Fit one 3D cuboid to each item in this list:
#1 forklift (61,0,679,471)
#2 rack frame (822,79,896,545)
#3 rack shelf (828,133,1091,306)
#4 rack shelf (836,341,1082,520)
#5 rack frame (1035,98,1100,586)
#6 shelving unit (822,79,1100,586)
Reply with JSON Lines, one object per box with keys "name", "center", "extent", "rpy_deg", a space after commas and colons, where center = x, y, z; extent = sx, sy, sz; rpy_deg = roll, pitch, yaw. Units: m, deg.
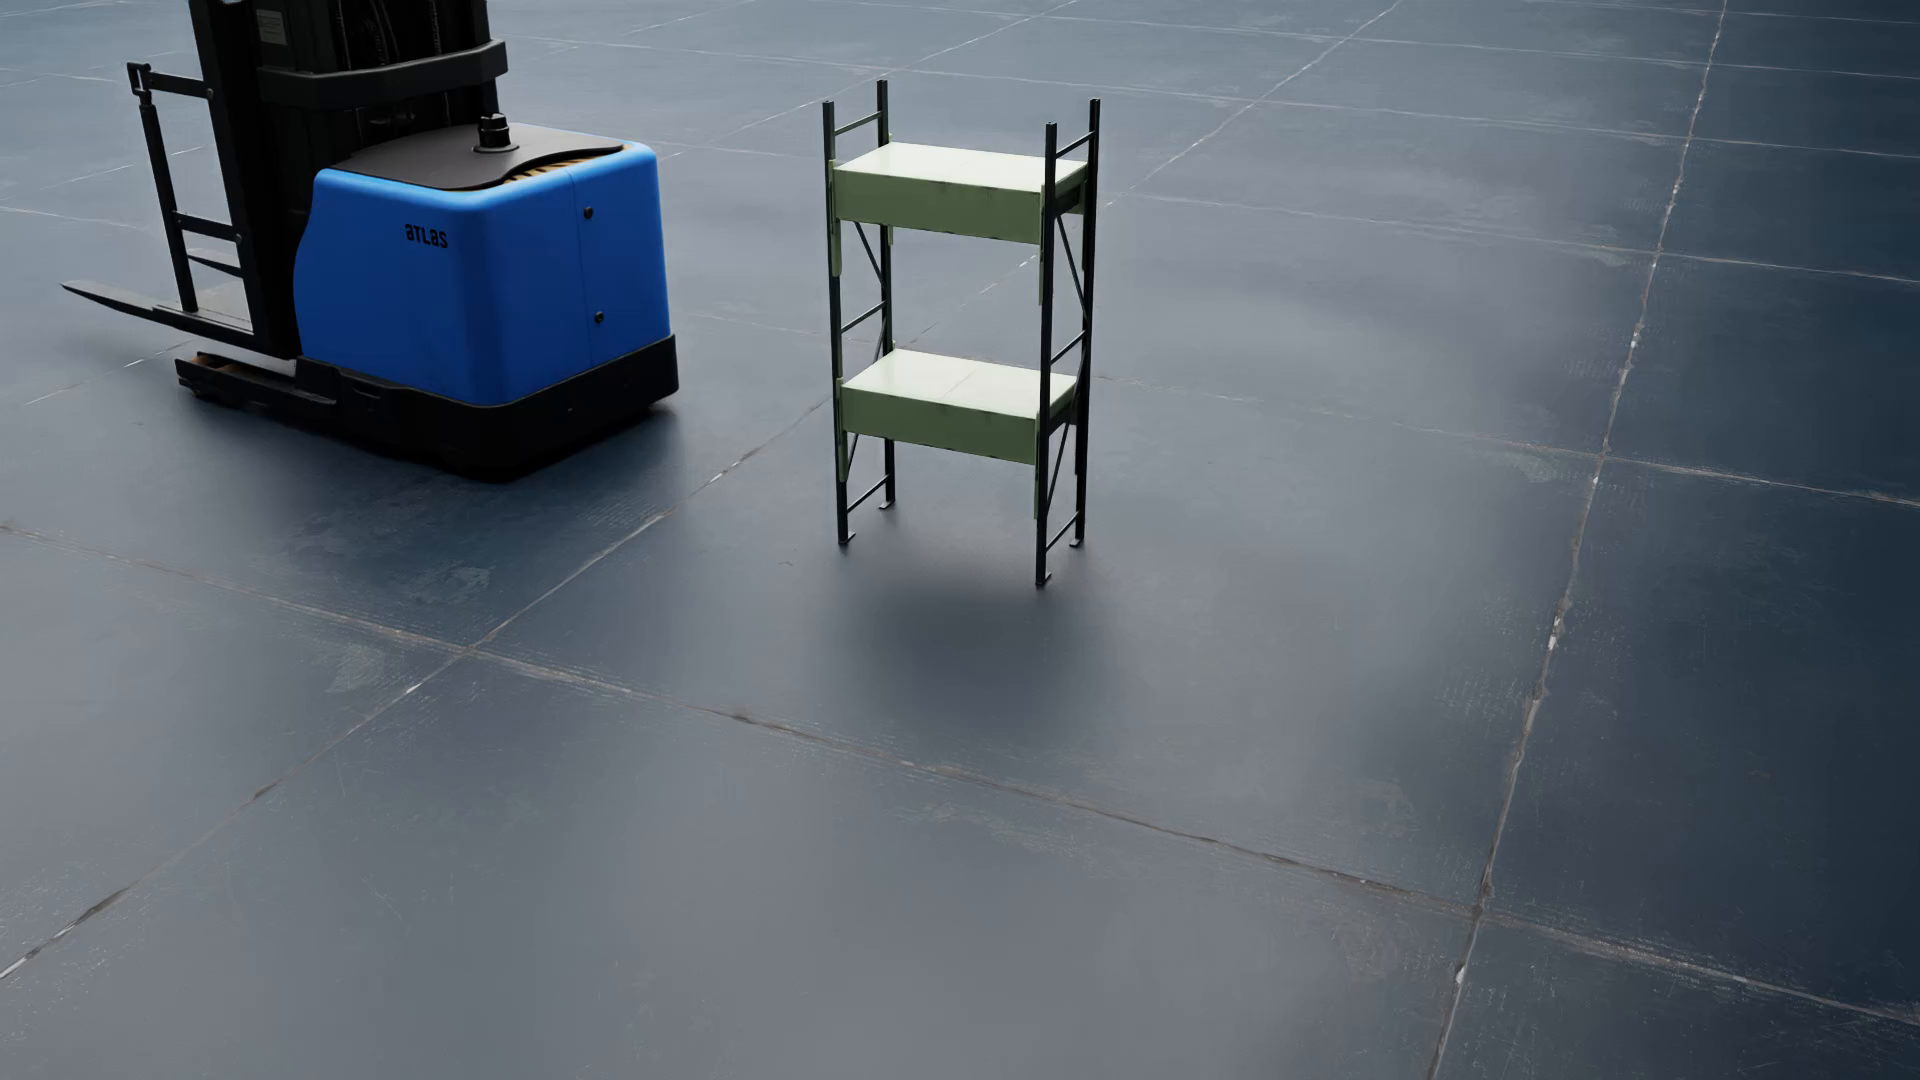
{"name": "forklift", "center": [-2.676, -2.054, 6.603], "extent": [3.031, 2.935, 1.130], "rpy_deg": [16, 30, 29]}
{"name": "rack frame", "center": [-0.327, -0.739, 5.552], "extent": [0.023, 1.500, 0.400], "rpy_deg": [11, 28, 22]}
{"name": "rack shelf", "center": [0.006, -1.022, 5.244], "extent": [0.720, 0.370, 0.431], "rpy_deg": [11, 28, 22]}
{"name": "rack shelf", "center": [0.006, -0.379, 5.560], "extent": [0.720, 0.370, 0.431], "rpy_deg": [11, 28, 22]}
{"name": "rack frame", "center": [0.339, -0.605, 5.280], "extent": [0.023, 1.500, 0.400], "rpy_deg": [11, 28, 22]}
{"name": "shelving unit", "center": [0.006, -0.672, 5.416], "extent": [0.755, 1.500, 0.431], "rpy_deg": [11, 28, 22]}
